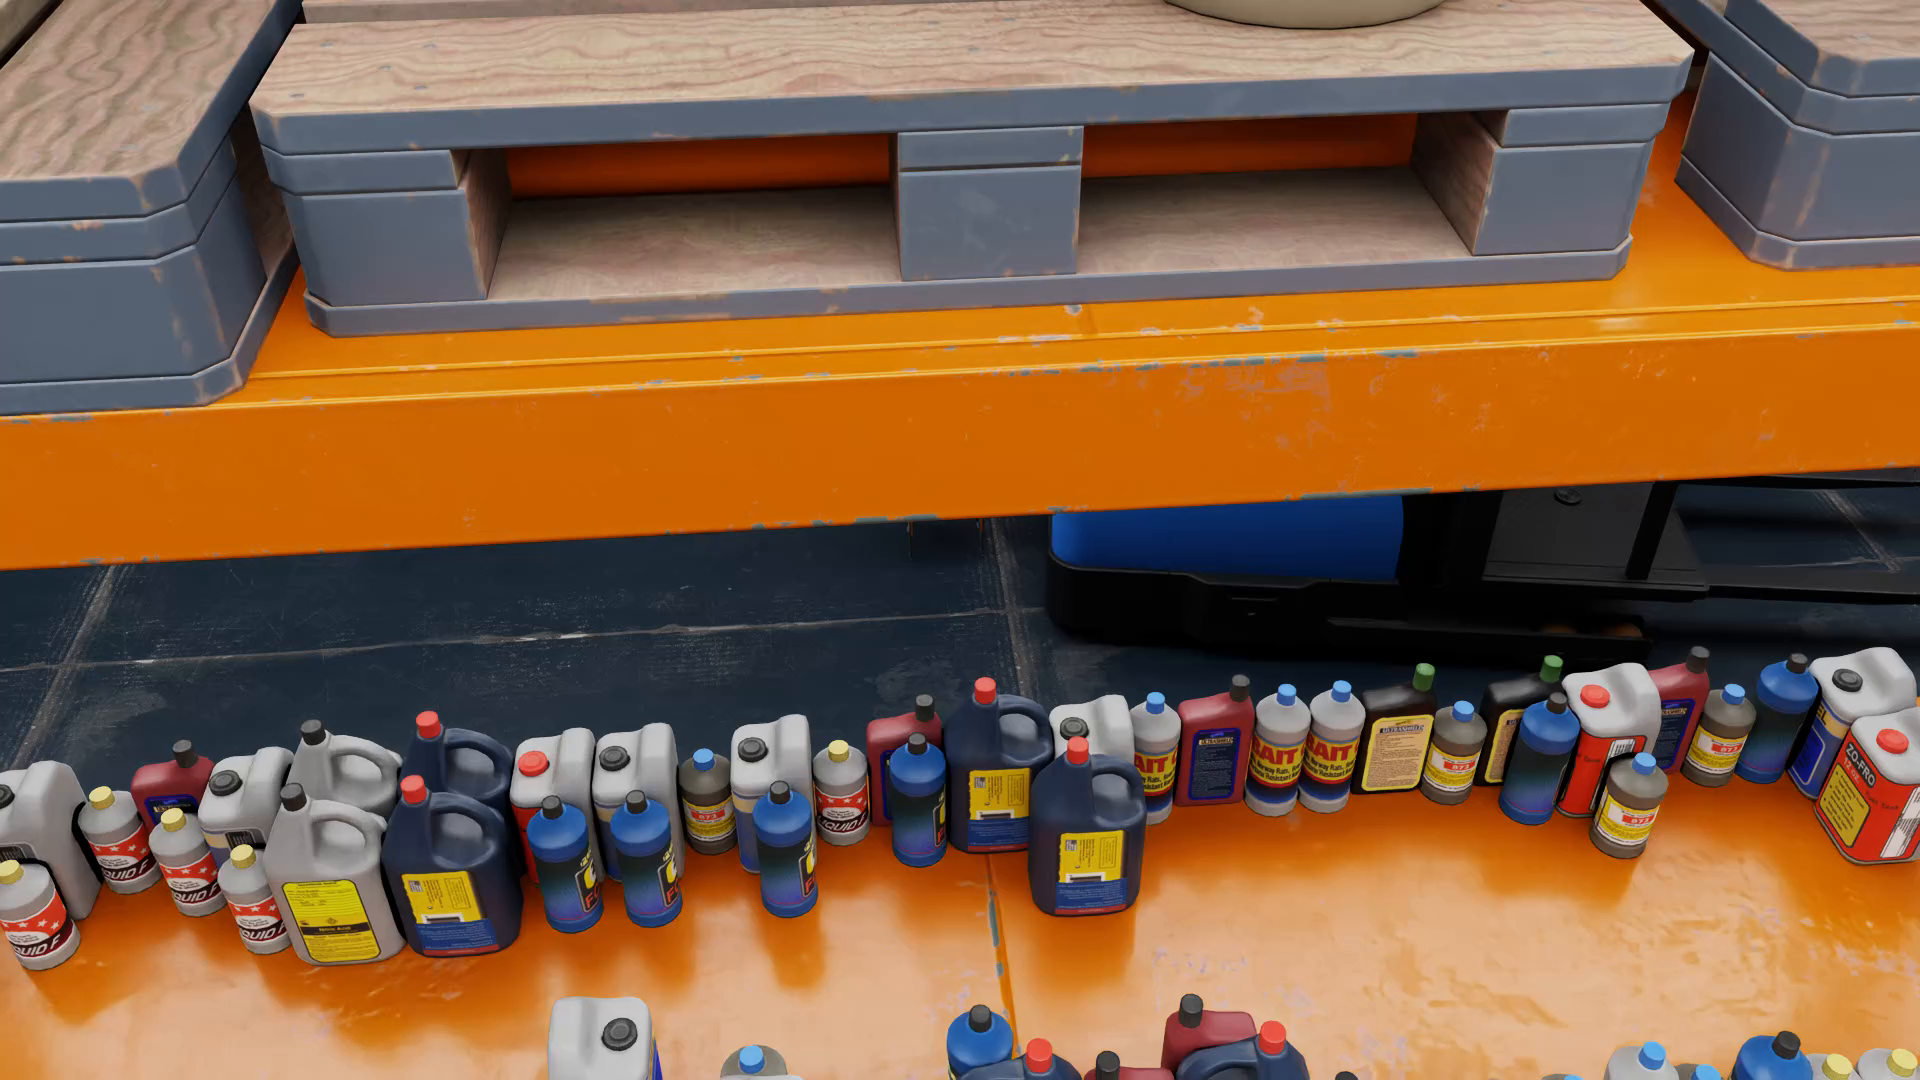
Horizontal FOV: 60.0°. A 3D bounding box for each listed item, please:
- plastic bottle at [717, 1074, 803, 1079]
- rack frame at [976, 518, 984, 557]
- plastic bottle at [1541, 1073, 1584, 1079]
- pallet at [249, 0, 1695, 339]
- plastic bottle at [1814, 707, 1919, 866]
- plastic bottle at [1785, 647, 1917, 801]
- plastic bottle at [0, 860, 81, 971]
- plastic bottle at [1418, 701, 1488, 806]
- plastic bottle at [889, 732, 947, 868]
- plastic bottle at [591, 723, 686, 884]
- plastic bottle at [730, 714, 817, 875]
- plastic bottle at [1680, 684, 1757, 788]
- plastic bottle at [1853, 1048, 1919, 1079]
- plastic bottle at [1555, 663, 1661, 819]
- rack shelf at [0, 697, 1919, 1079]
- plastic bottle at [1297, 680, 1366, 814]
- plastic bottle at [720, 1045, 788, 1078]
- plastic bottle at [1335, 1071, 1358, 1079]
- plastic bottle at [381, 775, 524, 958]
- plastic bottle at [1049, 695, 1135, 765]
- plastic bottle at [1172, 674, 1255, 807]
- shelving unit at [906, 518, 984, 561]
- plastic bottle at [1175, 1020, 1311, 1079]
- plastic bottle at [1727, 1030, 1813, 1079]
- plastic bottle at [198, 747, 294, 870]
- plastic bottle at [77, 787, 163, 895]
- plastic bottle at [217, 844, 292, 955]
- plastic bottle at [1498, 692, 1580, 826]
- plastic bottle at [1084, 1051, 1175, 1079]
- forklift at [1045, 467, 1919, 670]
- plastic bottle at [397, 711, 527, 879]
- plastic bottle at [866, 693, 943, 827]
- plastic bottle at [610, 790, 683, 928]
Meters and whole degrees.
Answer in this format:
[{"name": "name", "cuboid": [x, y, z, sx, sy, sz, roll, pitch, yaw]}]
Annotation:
[{"name": "plastic bottle", "cuboid": [-0.270, 0.866, 2.331, 0.135, 0.276, 0.152, -3, 38, -4]}, {"name": "rack frame", "cuboid": [0.068, -0.416, 5.430, 0.008, 1.050, 0.200, -3, 38, -4]}, {"name": "plastic bottle", "cuboid": [0.870, 0.849, 2.412, 0.097, 0.201, 0.097, 0, 38, 0]}, {"name": "pallet", "cuboid": [-0.017, -0.600, 1.819, 1.213, 0.211, 1.003, -3, 38, -4]}, {"name": "plastic bottle", "cuboid": [1.620, 0.418, 2.898, 0.135, 0.276, 0.152, -3, 38, -4]}, {"name": "plastic bottle", "cuboid": [1.606, 0.325, 3.017, 0.135, 0.276, 0.152, -3, 38, -4]}, {"name": "plastic bottle", "cuboid": [-1.525, 0.604, 2.723, 0.097, 0.201, 0.097, 0, 38, 0]}, {"name": "plastic bottle", "cuboid": [0.895, 0.376, 3.012, 0.097, 0.201, 0.097, 0, 38, 0]}, {"name": "plastic bottle", "cuboid": [-0.072, 0.440, 2.875, 0.097, 0.271, 0.097, 0, 38, 0]}, {"name": "plastic bottle", "cuboid": [-0.554, 0.444, 2.866, 0.135, 0.276, 0.152, -3, 38, -4]}, {"name": "plastic bottle", "cuboid": [-0.323, 0.431, 2.883, 0.135, 0.276, 0.152, -3, 38, -4]}, {"name": "plastic bottle", "cuboid": [1.391, 0.349, 3.047, 0.097, 0.201, 0.097, 0, 38, 0]}, {"name": "plastic bottle", "cuboid": [1.354, 0.823, 2.446, 0.097, 0.201, 0.097, 0, 38, 0]}, {"name": "plastic bottle", "cuboid": [1.145, 0.350, 2.985, 0.135, 0.276, 0.152, -3, 38, -4]}, {"name": "rack shelf", "cuboid": [0.074, 0.844, 2.840, 4.000, 0.370, 1.077, -3, 38, -4]}, {"name": "plastic bottle", "cuboid": [0.665, 0.361, 2.975, 0.097, 0.271, 0.097, 0, 38, 0]}, {"name": "plastic bottle", "cuboid": [-0.300, 0.819, 2.451, 0.097, 0.201, 0.097, 0, 38, 0]}, {"name": "plastic bottle", "cuboid": [0.562, 0.845, 2.351, 0.133, 0.283, 0.061, -3, 38, -4]}, {"name": "plastic bottle", "cuboid": [-0.835, 0.517, 2.713, 0.185, 0.351, 0.144, -3, 38, -4]}, {"name": "plastic bottle", "cuboid": [0.225, 0.401, 2.921, 0.135, 0.276, 0.152, -3, 38, -4]}, {"name": "plastic bottle", "cuboid": [0.451, 0.357, 2.970, 0.133, 0.283, 0.061, -3, 38, -4]}, {"name": "shelving unit", "cuboid": [-0.053, -0.409, 5.421, 0.252, 1.050, 0.215, -3, 38, -4]}, {"name": "plastic bottle", "cuboid": [0.400, 0.802, 2.352, 0.185, 0.351, 0.144, -3, 38, -4]}, {"name": "plastic bottle", "cuboid": [1.160, 0.806, 2.411, 0.097, 0.271, 0.097, 0, 38, 0]}, {"name": "plastic bottle", "cuboid": [-1.191, 0.479, 2.822, 0.135, 0.276, 0.152, -3, 38, -4]}, {"name": "plastic bottle", "cuboid": [-1.441, 0.505, 2.849, 0.097, 0.201, 0.097, 0, 38, 0]}, {"name": "plastic bottle", "cuboid": [-1.161, 0.584, 2.749, 0.097, 0.201, 0.097, 0, 38, 0]}, {"name": "plastic bottle", "cuboid": [1.033, 0.379, 2.952, 0.097, 0.271, 0.097, 0, 38, 0]}, {"name": "plastic bottle", "cuboid": [0.240, 0.825, 2.377, 0.133, 0.283, 0.061, -3, 38, -4]}, {"name": "forklift", "cuboid": [1.816, -1.075, 4.746, 3.031, 2.935, 1.130, 3, 38, 3]}, {"name": "plastic bottle", "cuboid": [-0.848, 0.428, 2.826, 0.185, 0.351, 0.144, -3, 38, -4]}, {"name": "plastic bottle", "cuboid": [-0.097, 0.387, 2.932, 0.133, 0.283, 0.061, -3, 38, -4]}, {"name": "plastic bottle", "cuboid": [-0.525, 0.521, 2.772, 0.097, 0.271, 0.097, 0, 38, 0]}]
